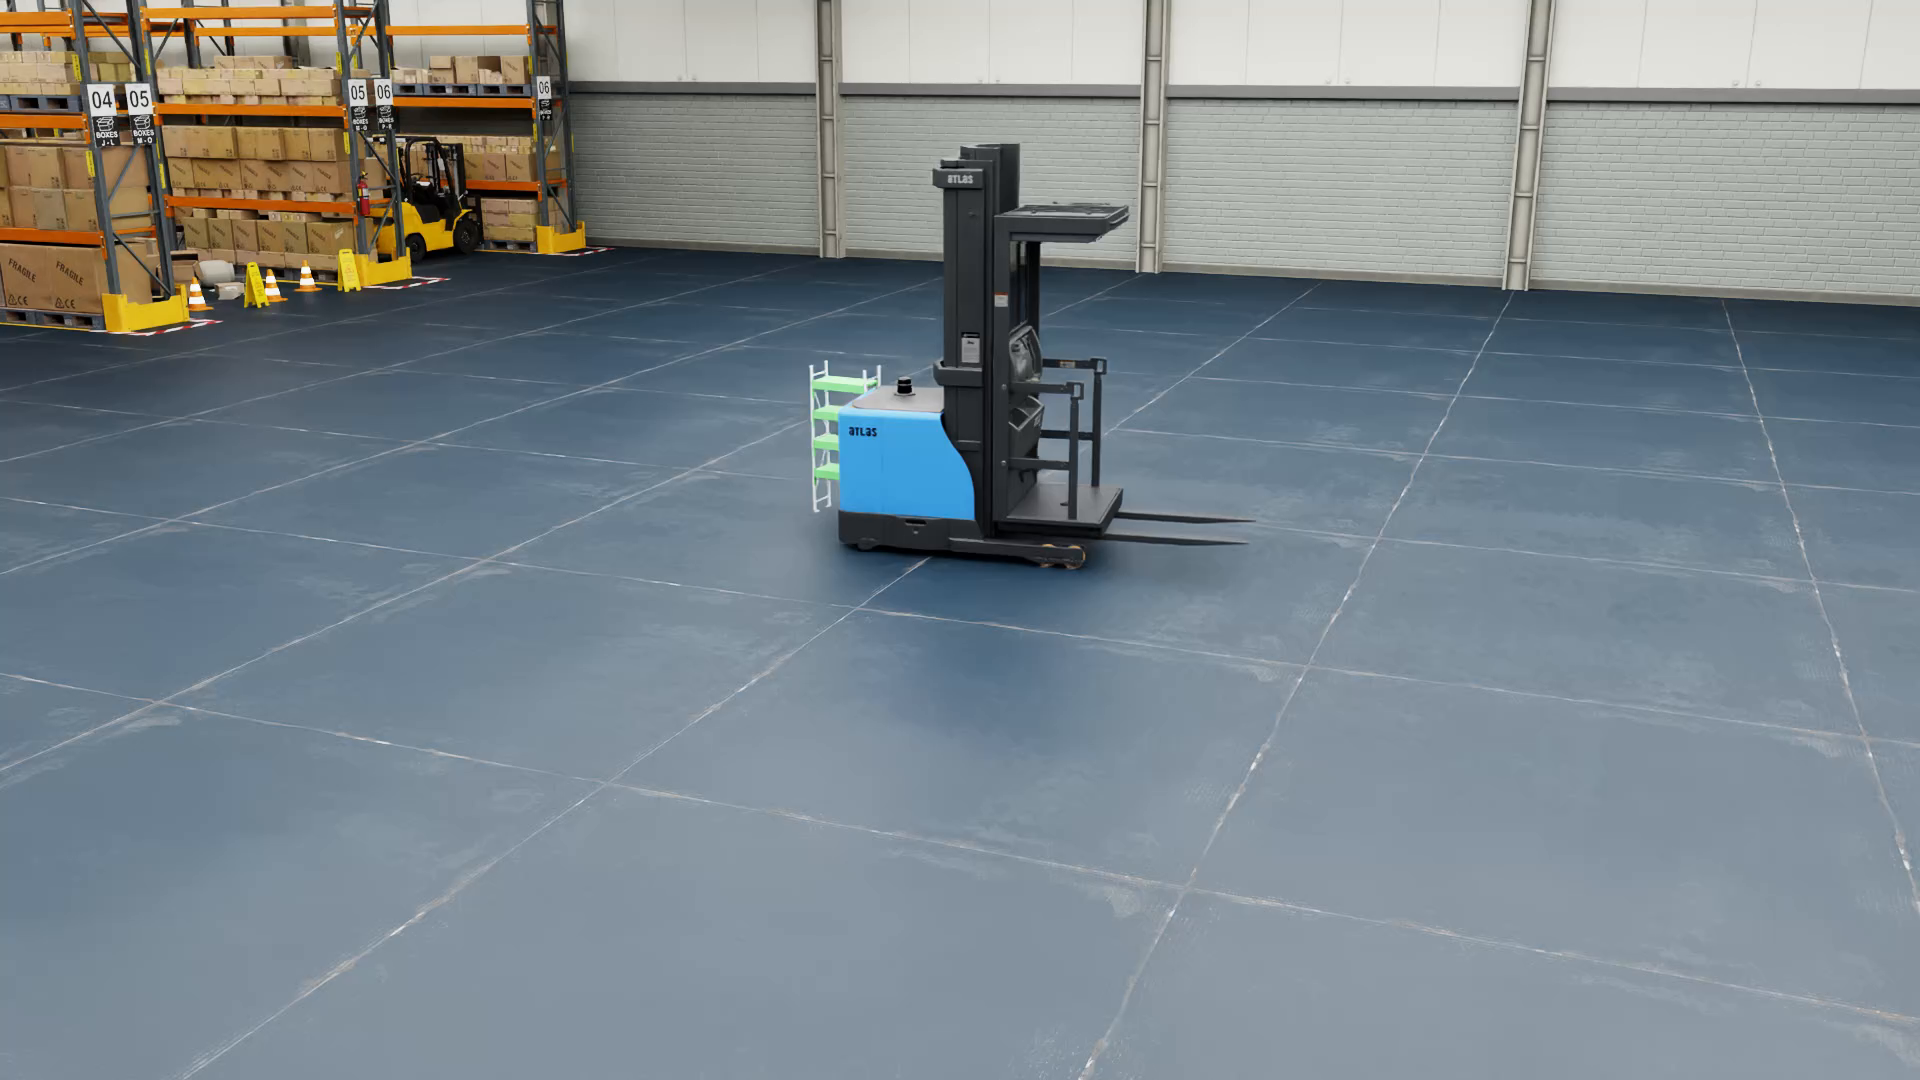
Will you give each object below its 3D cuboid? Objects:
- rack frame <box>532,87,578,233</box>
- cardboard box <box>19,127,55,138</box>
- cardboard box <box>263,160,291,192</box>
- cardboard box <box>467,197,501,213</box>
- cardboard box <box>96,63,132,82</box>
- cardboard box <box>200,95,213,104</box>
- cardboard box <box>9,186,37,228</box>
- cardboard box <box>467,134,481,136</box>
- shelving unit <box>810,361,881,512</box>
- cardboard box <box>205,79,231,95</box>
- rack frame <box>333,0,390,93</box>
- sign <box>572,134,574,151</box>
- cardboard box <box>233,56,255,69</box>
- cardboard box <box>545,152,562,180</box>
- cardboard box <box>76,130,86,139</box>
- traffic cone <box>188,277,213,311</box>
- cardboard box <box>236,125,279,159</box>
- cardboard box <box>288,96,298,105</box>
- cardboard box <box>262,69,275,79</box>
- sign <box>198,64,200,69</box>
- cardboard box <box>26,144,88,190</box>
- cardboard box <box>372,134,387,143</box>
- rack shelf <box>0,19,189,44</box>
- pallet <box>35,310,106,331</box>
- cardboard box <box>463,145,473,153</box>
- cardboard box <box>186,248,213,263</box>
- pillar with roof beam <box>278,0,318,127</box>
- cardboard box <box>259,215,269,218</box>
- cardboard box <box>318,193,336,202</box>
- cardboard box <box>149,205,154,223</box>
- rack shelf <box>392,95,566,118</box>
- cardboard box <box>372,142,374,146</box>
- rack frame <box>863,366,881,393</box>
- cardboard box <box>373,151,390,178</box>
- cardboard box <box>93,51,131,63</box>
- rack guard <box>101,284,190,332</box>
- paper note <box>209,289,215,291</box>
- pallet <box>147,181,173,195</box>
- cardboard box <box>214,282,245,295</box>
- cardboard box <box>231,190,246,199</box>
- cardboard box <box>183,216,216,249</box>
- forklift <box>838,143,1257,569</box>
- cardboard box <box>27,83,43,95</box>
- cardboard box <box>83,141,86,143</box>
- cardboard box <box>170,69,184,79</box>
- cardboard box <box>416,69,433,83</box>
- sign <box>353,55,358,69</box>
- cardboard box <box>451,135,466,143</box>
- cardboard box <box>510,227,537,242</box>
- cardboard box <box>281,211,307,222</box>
[{"bbox_3d":[-7.604,-6.966,31.288,0.127,3.000,1.000,6,17,21],"label":"rack frame"},{"bbox_3d":[-20.055,-8.846,36.153,0.500,0.500,0.500,6,17,19],"label":"cardboard box"},{"bbox_3d":[-10.956,-5.957,27.102,0.500,0.500,0.500,6,17,20],"label":"cardboard box"},{"bbox_3d":[-9.097,-6.393,31.700,0.500,0.250,0.500,7,17,21],"label":"cardboard box"},{"bbox_3d":[-11.499,-6.261,22.282,0.500,0.250,0.500,6,17,21],"label":"cardboard box"},{"bbox_3d":[-12.231,-7.238,27.295,0.250,0.149,0.380,7,18,22],"label":"cardboard box"},{"bbox_3d":[-12.501,-4.623,22.947,0.550,0.550,0.875,6,17,21],"label":"cardboard box"},{"bbox_3d":[-9.267,-7.724,32.021,0.250,0.149,0.380,6,17,21],"label":"cardboard box"},{"bbox_3d":[-0.906,-0.798,13.272,0.503,1.200,0.258,8,18,26],"label":"shelving unit"},{"bbox_3d":[-11.890,-7.378,27.061,0.500,0.250,0.500,6,17,21],"label":"cardboard box"},{"bbox_3d":[-9.422,-8.559,26.015,0.127,3.000,1.000,6,17,21],"label":"rack frame"},{"bbox_3d":[-7.395,-7.563,31.650,0.005,0.325,0.100,6,17,21],"label":"sign"},{"bbox_3d":[-13.956,-9.359,33.040,0.500,0.500,0.700,6,17,20],"label":"cardboard box"},{"bbox_3d":[-7.963,-7.136,31.696,0.500,0.500,0.500,7,18,22],"label":"cardboard box"},{"bbox_3d":[-15.239,-7.106,29.142,0.250,0.149,0.380,5,17,18],"label":"cardboard box"},{"bbox_3d":[-11.117,-3.588,24.203,0.334,0.463,0.336,6,17,21],"label":"traffic cone"},{"bbox_3d":[-11.371,-6.511,27.215,0.500,0.500,0.700,6,17,20],"label":"cardboard box"},{"bbox_3d":[-10.546,-7.058,26.676,0.250,0.149,0.380,6,17,21],"label":"cardboard box"},{"bbox_3d":[-10.991,-7.496,26.755,0.250,0.149,0.380,6,17,19],"label":"cardboard box"},{"bbox_3d":[-12.951,-7.917,28.259,0.005,0.325,0.100,6,17,21],"label":"sign"},{"bbox_3d":[-12.021,-5.055,22.499,0.550,0.550,0.875,6,17,21],"label":"cardboard box"},{"bbox_3d":[-11.138,-7.768,32.174,0.250,0.149,0.380,7,17,22],"label":"cardboard box"},{"bbox_3d":[-15.003,-8.635,28.286,4.000,0.370,1.077,6,17,21],"label":"rack shelf"},{"bbox_3d":[-11.917,-3.106,22.995,1.213,0.211,1.003,6,17,21],"label":"pallet"},{"bbox_3d":[-9.232,-7.413,31.485,0.250,0.149,0.380,6,17,21],"label":"cardboard box"},{"bbox_3d":[-12.693,-4.838,28.137,0.500,0.250,0.500,5,17,18],"label":"cardboard box"},{"bbox_3d":[-15.082,-9.649,29.770,0.400,9.000,9.100,6,17,21],"label":"pillar with roof beam"},{"bbox_3d":[-11.545,-5.234,28.156,0.500,0.500,0.500,7,18,24],"label":"cardboard box"},{"bbox_3d":[-10.125,-5.537,26.818,0.250,0.149,0.380,6,17,20],"label":"cardboard box"},{"bbox_3d":[-16.958,-6.928,34.888,0.500,0.500,0.500,6,17,19],"label":"cardboard box"},{"bbox_3d":[-9.465,-8.265,31.674,4.000,0.370,1.077,6,17,21],"label":"rack shelf"},{"bbox_3d":[-11.573,-7.826,32.908,0.250,0.149,0.380,6,17,19],"label":"cardboard box"},{"bbox_3d":[-0.689,-0.767,13.164,0.015,1.200,0.240,8,18,26],"label":"rack frame"},{"bbox_3d":[-11.008,-7.310,32.293,0.500,0.500,0.500,6,17,19],"label":"cardboard box"},{"bbox_3d":[-11.338,-6.453,22.229,0.250,0.149,0.380,6,17,21],"label":"cardboard box"},{"bbox_3d":[-11.122,-3.181,22.734,0.348,0.500,1.175,6,17,21],"label":"rack guard"},{"bbox_3d":[-11.767,-3.953,26.256,0.142,0.019,0.148,14,21,40],"label":"paper note"},{"bbox_3d":[-13.801,-6.111,28.687,1.213,0.211,1.003,6,17,21],"label":"pallet"},{"bbox_3d":[-11.382,-3.919,25.906,0.380,0.149,0.250,-12,20,-37],"label":"cardboard box"},{"bbox_3d":[-11.781,-5.718,27.440,0.250,0.149,0.380,6,17,21],"label":"cardboard box"},{"bbox_3d":[-12.693,-5.198,28.032,0.500,0.500,0.500,7,18,23],"label":"cardboard box"},{"bbox_3d":[0.666,-1.363,12.110,3.031,2.935,1.130,4,17,13],"label":"forklift"},{"bbox_3d":[-12.051,-5.952,21.932,0.250,0.149,0.380,7,17,21],"label":"cardboard box"},{"bbox_3d":[-14.596,-6.572,28.466,0.500,0.500,0.500,7,18,23],"label":"cardboard box"},{"bbox_3d":[-12.717,-7.654,27.299,0.250,0.149,0.380,7,18,22],"label":"cardboard box"},{"bbox_3d":[-10.056,-8.770,31.431,0.258,0.266,0.396,6,17,19],"label":"cardboard box"},{"bbox_3d":[-11.515,-9.073,31.675,0.005,0.325,0.100,6,17,21],"label":"sign"},{"bbox_3d":[-9.444,-7.605,31.615,0.250,0.149,0.380,7,17,21],"label":"cardboard box"},{"bbox_3d":[-8.157,-5.813,31.496,0.500,0.250,0.500,6,17,21],"label":"cardboard box"},{"bbox_3d":[-10.862,-5.292,27.192,0.250,0.149,0.380,7,17,22],"label":"cardboard box"}]
